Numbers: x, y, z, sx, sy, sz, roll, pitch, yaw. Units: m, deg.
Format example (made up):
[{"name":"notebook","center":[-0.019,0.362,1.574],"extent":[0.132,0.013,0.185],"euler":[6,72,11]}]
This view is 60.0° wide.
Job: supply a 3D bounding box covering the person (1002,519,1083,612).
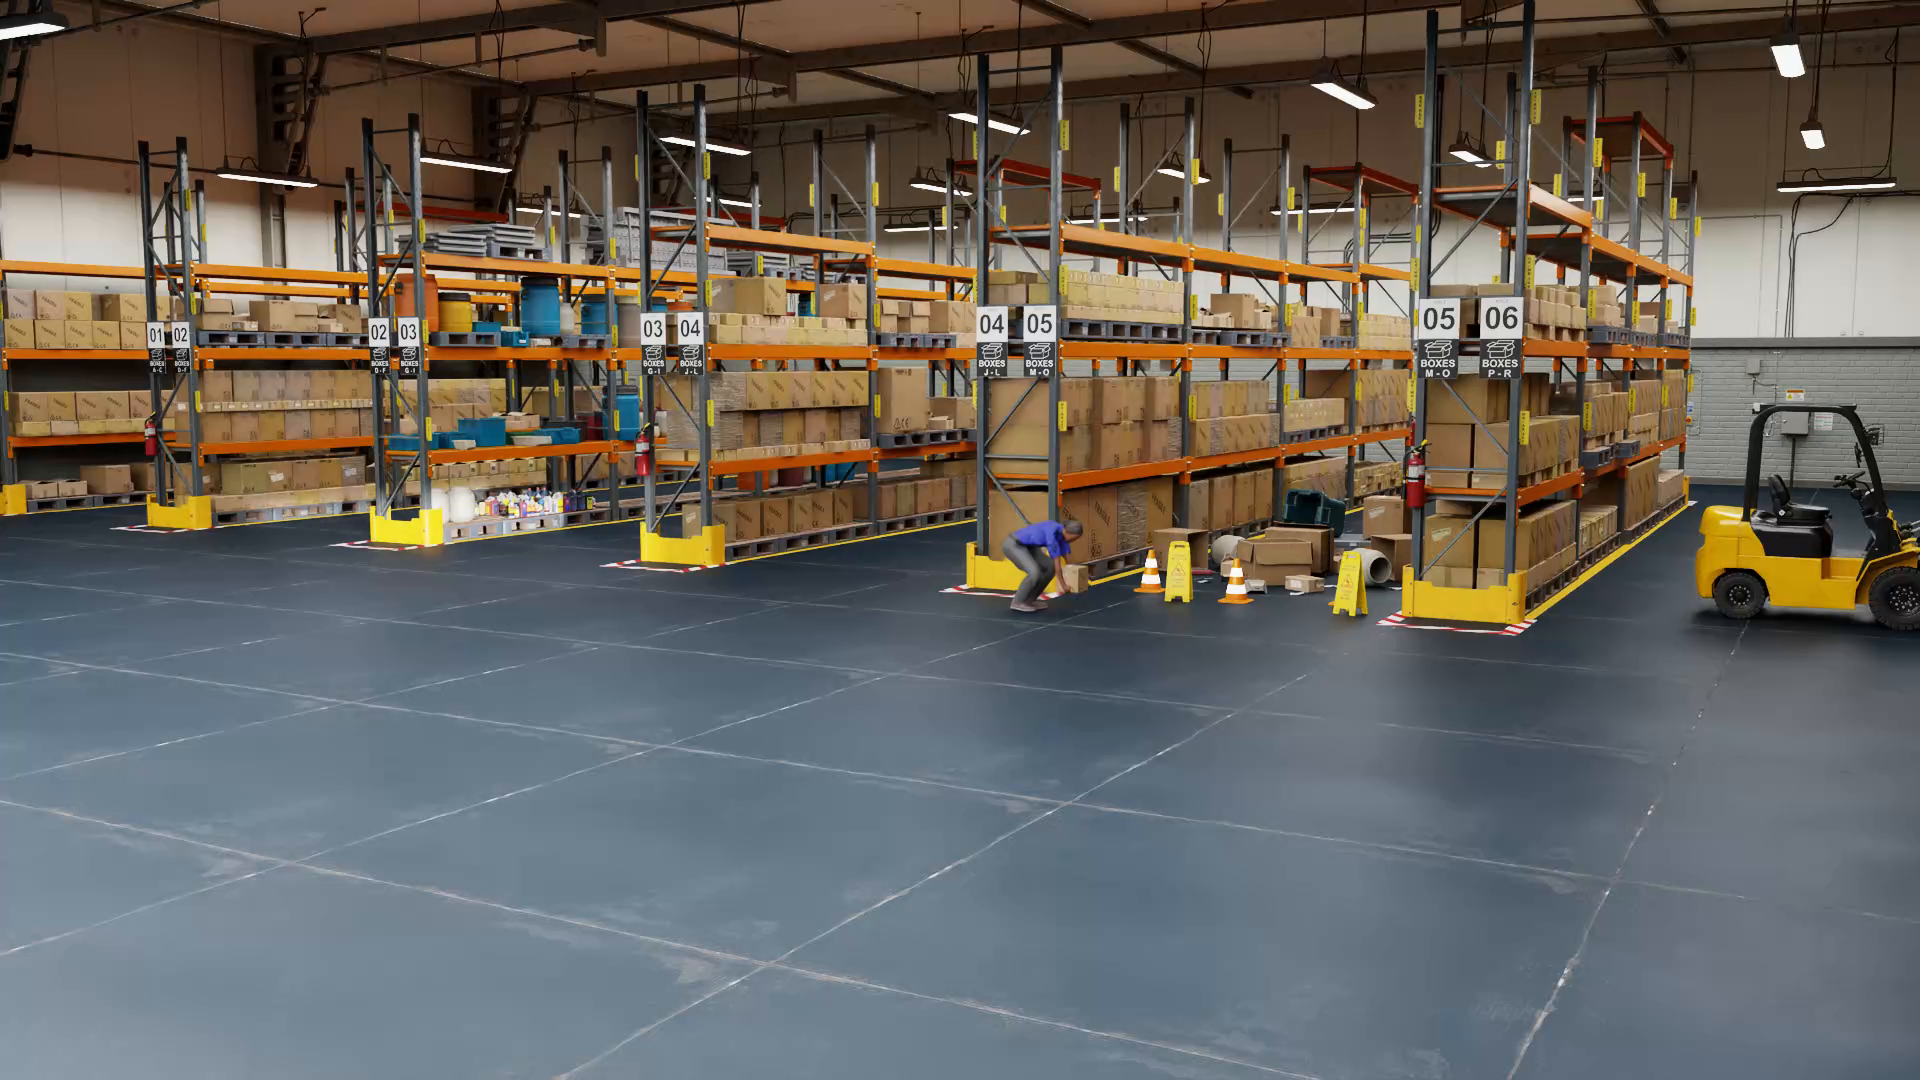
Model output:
[{"name":"person","center":[0.866,0.257,17.254],"extent":[0.861,0.971,0.468],"euler":[3,7,26]}]
